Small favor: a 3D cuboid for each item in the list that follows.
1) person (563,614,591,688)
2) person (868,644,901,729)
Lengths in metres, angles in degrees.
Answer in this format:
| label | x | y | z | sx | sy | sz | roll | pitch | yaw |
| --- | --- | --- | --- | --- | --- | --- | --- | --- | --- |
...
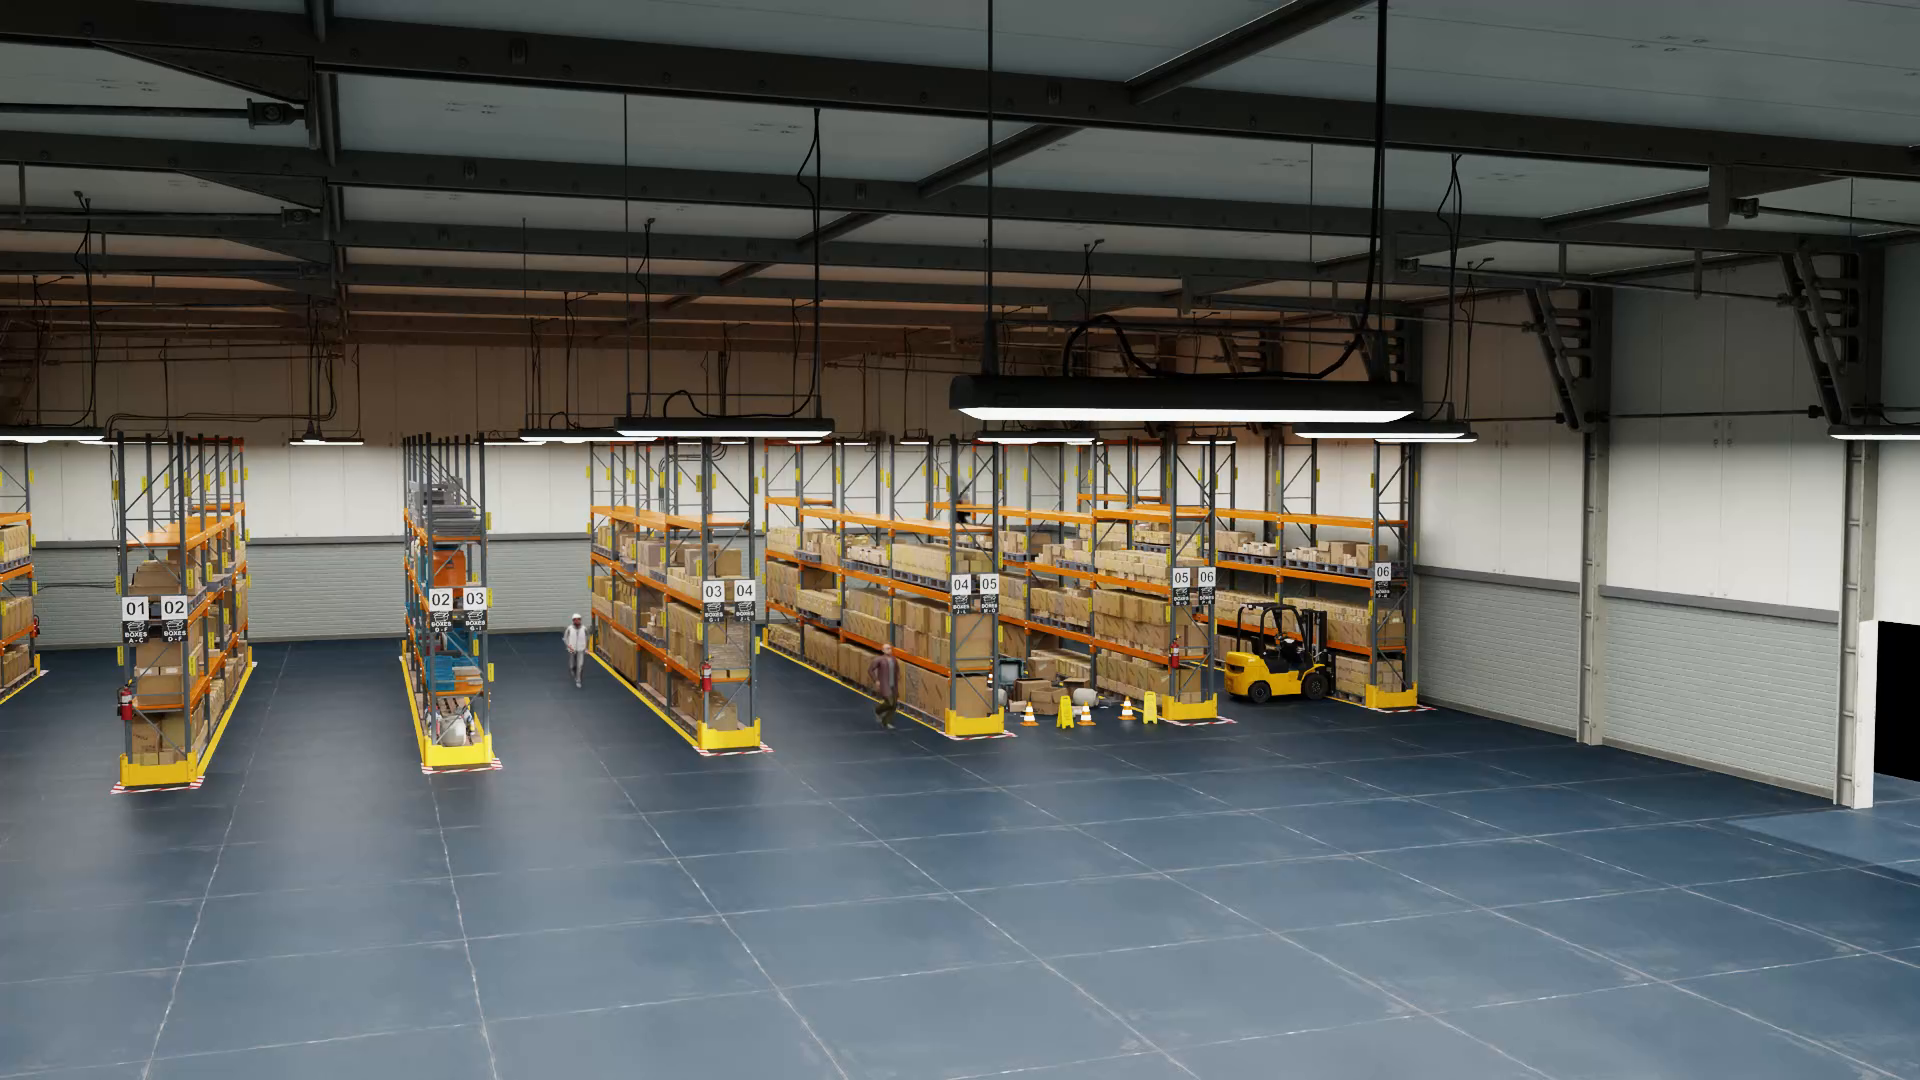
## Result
| label | x | y | z | sx | sy | sz | roll | pitch | yaw |
| --- | --- | --- | --- | --- | --- | --- | --- | --- | --- |
| person | -9.237 | 2.656 | 40.092 | 0.644 | 1.757 | 0.986 | -1 | 3 | -11 |
| person | -1.469 | 2.981 | 33.856 | 0.707 | 1.733 | 0.633 | -3 | 4 | -40 |
